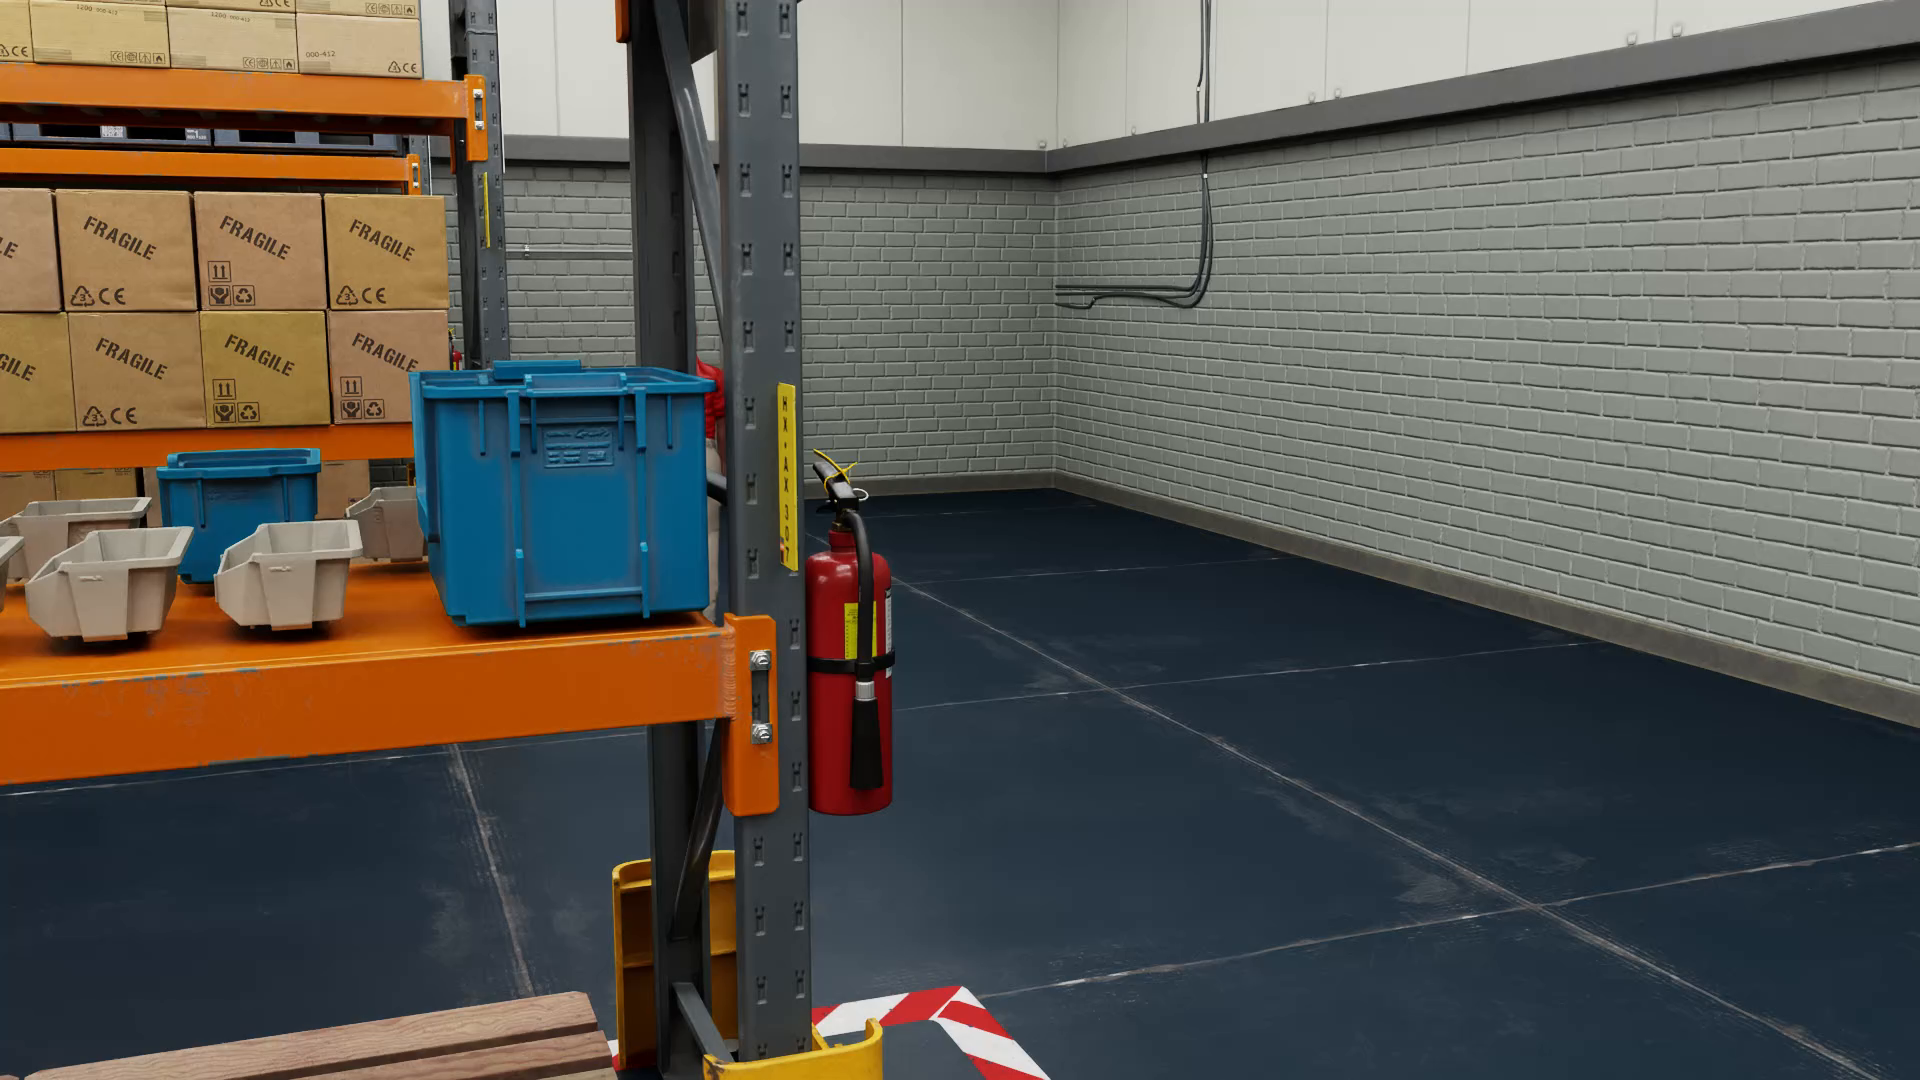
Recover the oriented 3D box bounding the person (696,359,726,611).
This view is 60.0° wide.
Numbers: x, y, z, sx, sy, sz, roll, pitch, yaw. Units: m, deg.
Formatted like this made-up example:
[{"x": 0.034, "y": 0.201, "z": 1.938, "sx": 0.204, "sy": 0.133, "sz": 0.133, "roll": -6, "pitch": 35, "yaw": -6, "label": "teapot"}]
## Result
[{"x": -1.552, "y": -0.436, "z": 9.367, "sx": 0.578, "sy": 1.602, "sz": 0.786, "roll": -3, "pitch": 9, "yaw": -18, "label": "person"}]
